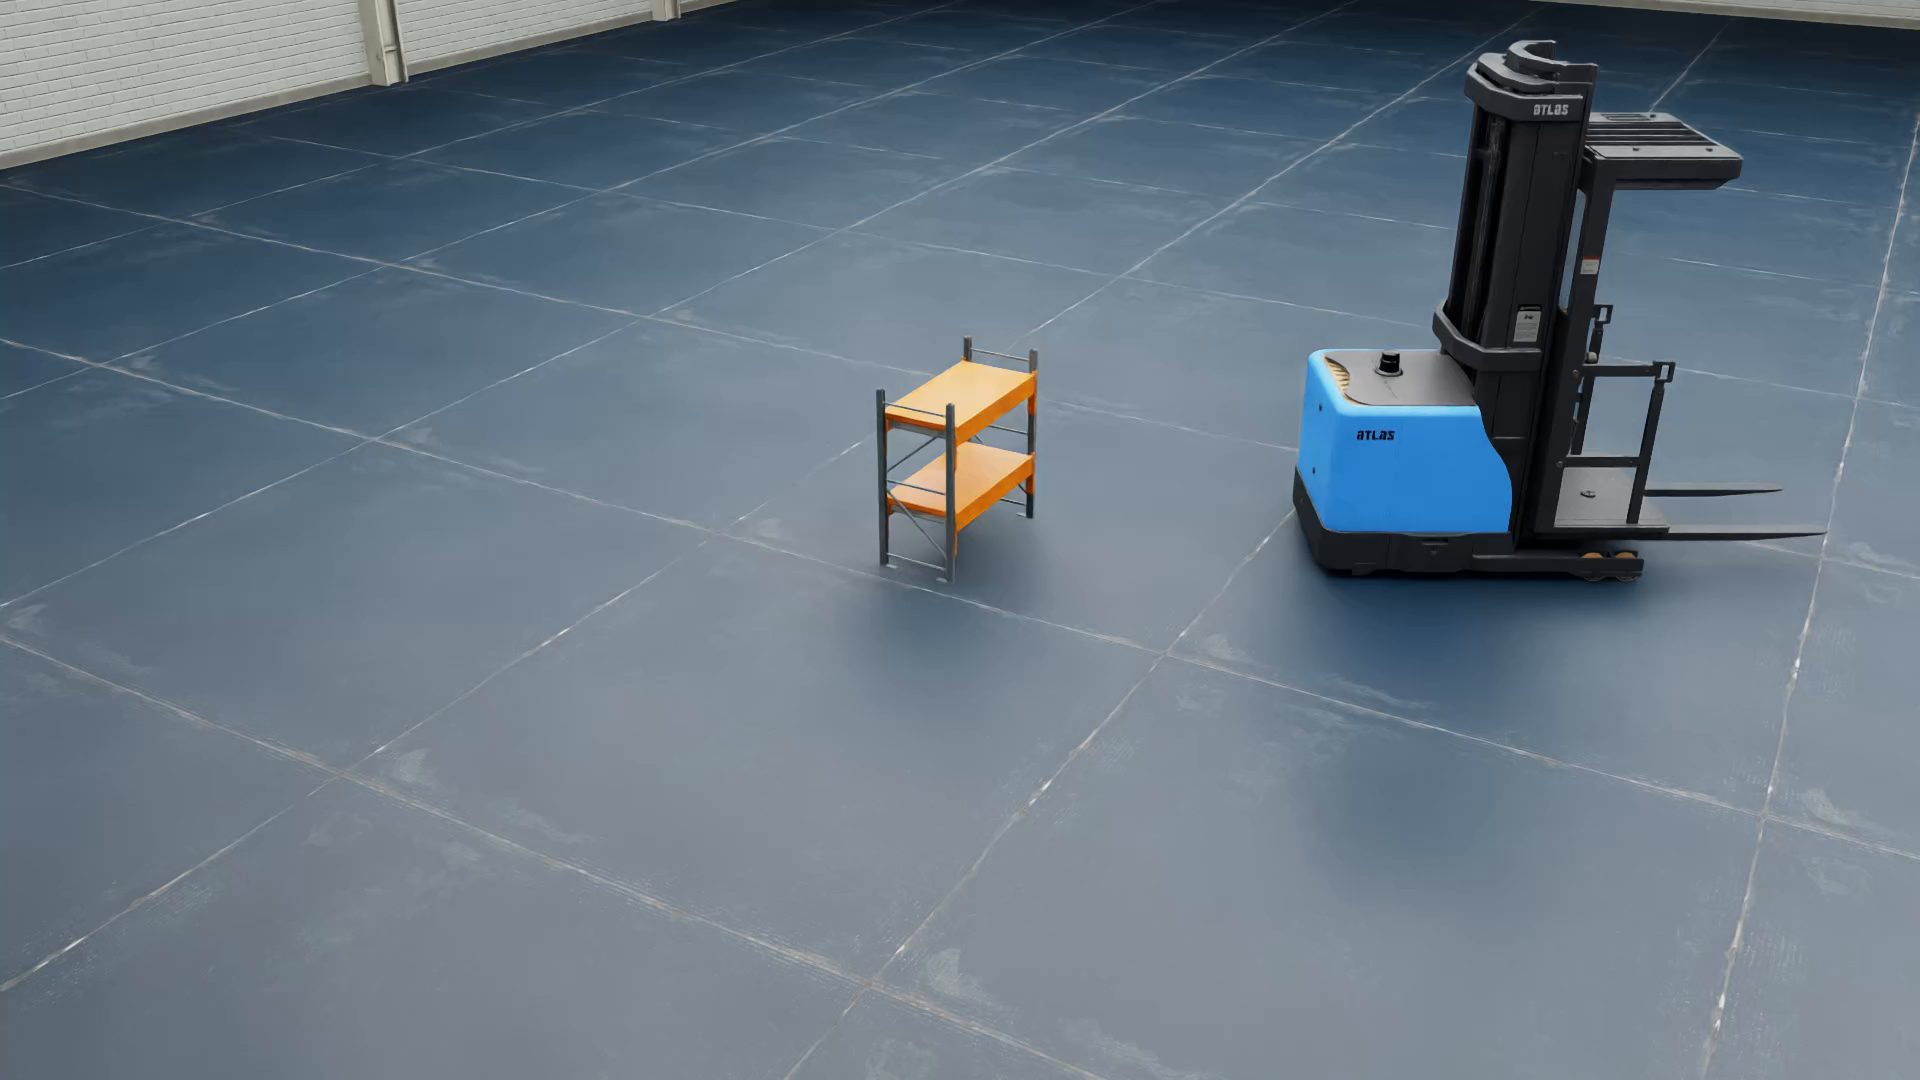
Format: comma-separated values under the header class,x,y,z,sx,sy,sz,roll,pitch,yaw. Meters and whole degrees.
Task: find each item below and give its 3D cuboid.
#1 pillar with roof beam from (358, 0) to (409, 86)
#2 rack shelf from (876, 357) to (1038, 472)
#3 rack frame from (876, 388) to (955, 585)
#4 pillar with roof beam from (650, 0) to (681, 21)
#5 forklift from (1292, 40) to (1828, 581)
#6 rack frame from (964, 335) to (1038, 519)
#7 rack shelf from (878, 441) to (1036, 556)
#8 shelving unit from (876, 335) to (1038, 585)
class,x,y,z,sx,sy,sz,roll,pitch,yaw
pillar with roof beam,-4.051,-9.336,18.848,9.100,9.000,0.400,14,30,26
rack shelf,-0.003,-0.762,9.862,0.538,0.278,1.000,14,30,26
rack frame,-0.253,-0.302,9.597,0.500,1.125,0.032,14,30,26
pillar with roof beam,-1.100,-11.674,23.519,9.100,9.000,0.400,14,30,26
forklift,3.631,-1.307,9.587,3.031,2.935,1.130,0,27,0
rack frame,0.247,-0.698,10.389,0.500,1.125,0.032,14,30,26
rack shelf,-0.003,-0.282,10.102,0.538,0.278,1.000,14,30,26
shelving unit,-0.003,-0.500,9.993,0.538,1.125,1.048,14,30,26
